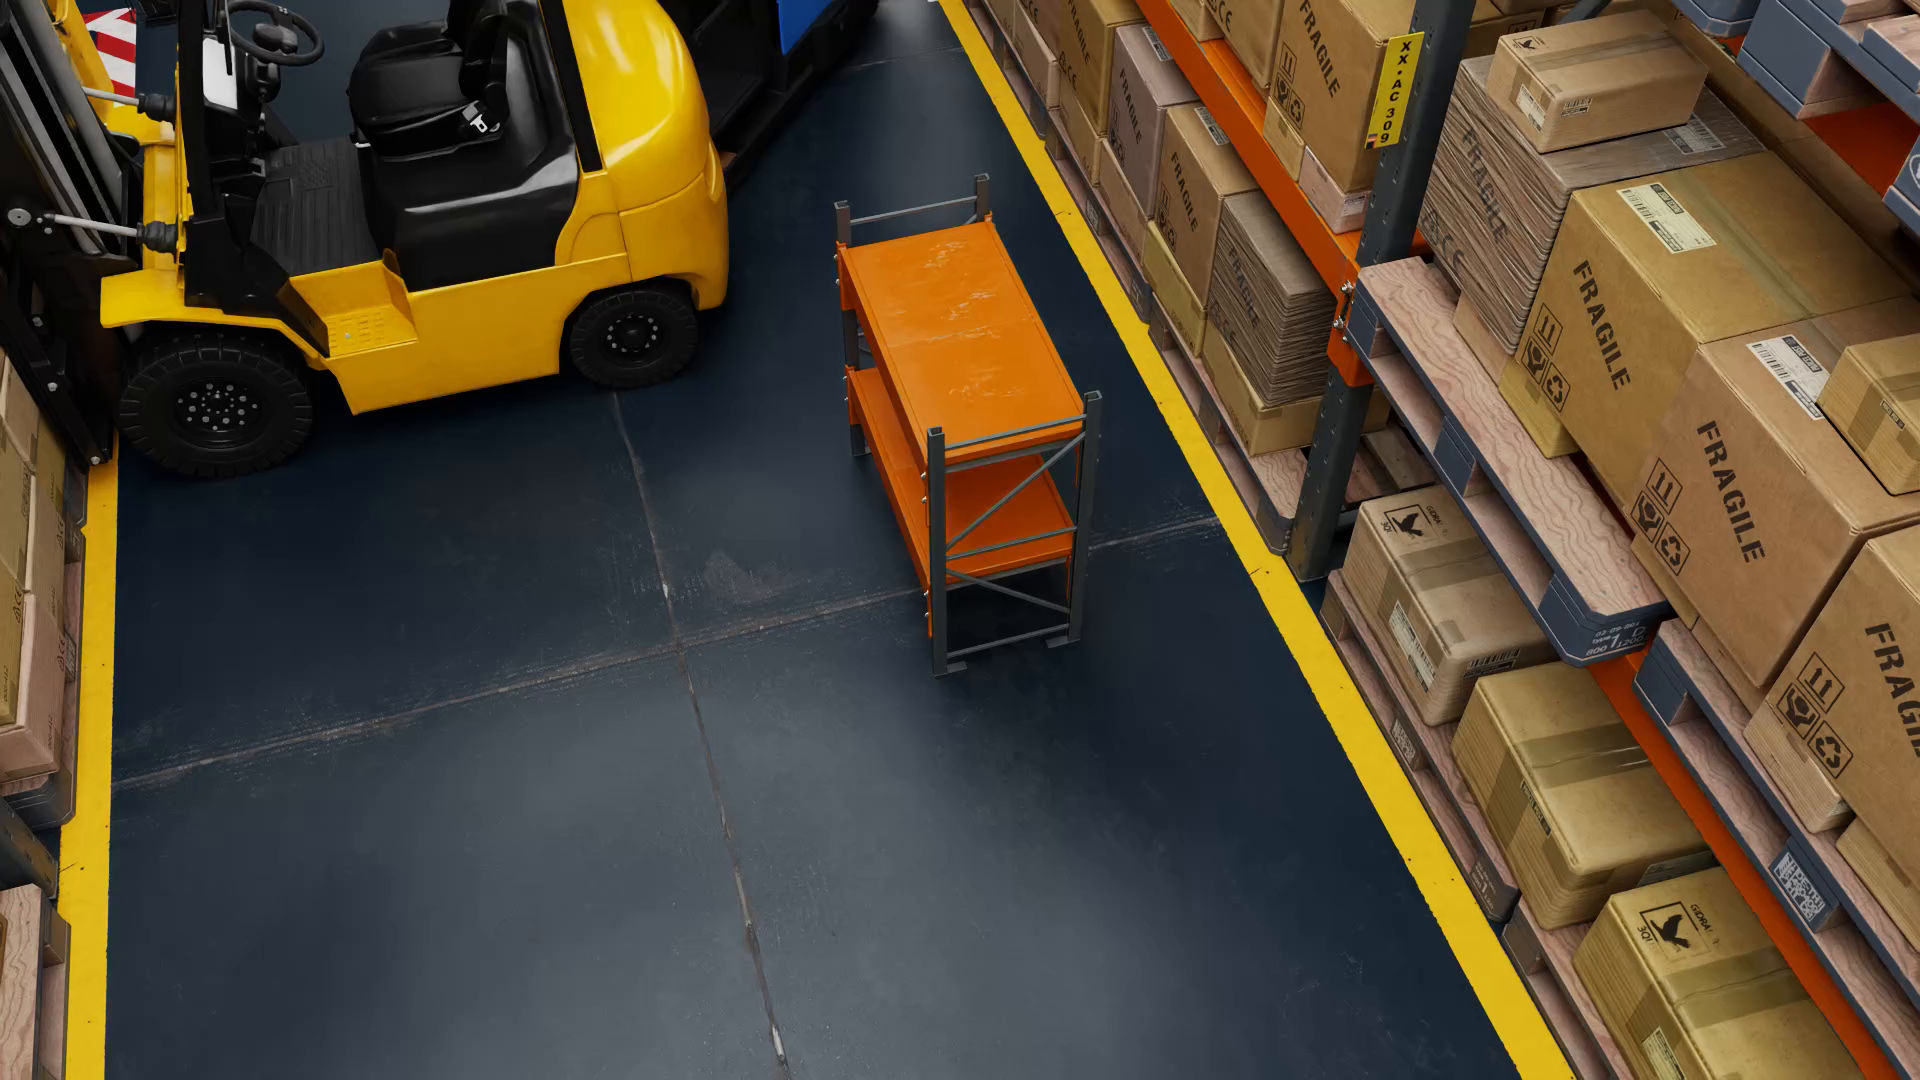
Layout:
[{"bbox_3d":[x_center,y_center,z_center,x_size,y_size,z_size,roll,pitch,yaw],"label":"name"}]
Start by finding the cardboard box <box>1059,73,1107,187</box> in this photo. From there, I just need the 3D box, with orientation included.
[{"bbox_3d":[0.715,-1.721,6.763,0.500,0.250,0.500,-10,51,-9],"label":"cardboard box"}]

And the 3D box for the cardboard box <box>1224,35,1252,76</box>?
[{"bbox_3d":[1.077,-1.631,5.327,0.380,0.149,0.250,-14,51,-11],"label":"cardboard box"}]

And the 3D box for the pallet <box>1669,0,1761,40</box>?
[{"bbox_3d":[1.687,-1.404,3.132,1.213,0.211,1.003,-13,51,-11],"label":"pallet"}]

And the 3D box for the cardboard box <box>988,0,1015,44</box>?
[{"bbox_3d":[0.398,-2.491,7.412,0.500,0.250,0.500,-14,51,-11],"label":"cardboard box"}]

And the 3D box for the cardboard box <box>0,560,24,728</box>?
[{"bbox_3d":[-2.982,0.319,4.716,0.500,0.250,0.500,-14,51,-11],"label":"cardboard box"}]

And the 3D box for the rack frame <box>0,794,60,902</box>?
[{"bbox_3d":[-3.134,0.153,3.659,1.000,3.000,0.127,-13,51,-11],"label":"rack frame"}]

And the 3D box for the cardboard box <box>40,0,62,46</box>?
[{"bbox_3d":[-3.874,-1.894,6.582,0.500,0.250,0.500,-14,51,-11],"label":"cardboard box"}]

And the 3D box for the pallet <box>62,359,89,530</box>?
[{"bbox_3d":[-3.694,-0.431,5.976,1.003,0.211,1.213,-13,51,-11],"label":"pallet"}]

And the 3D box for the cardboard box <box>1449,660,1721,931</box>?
[{"bbox_3d":[1.980,0.646,4.687,0.950,0.372,0.625,-10,51,-9],"label":"cardboard box"}]

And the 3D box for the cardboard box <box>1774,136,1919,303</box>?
[{"bbox_3d":[2.110,-0.588,3.749,0.500,0.500,0.500,-13,51,-11],"label":"cardboard box"}]

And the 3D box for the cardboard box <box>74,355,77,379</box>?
[{"bbox_3d":[-3.424,-0.639,5.851,0.500,0.250,0.500,-12,51,-10],"label":"cardboard box"}]

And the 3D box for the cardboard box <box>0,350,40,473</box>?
[{"bbox_3d":[-3.271,-0.418,5.337,0.500,0.250,0.500,-14,51,-11],"label":"cardboard box"}]

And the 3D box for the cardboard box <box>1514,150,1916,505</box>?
[{"bbox_3d":[1.620,-0.463,3.644,0.500,0.500,0.500,-13,51,-11],"label":"cardboard box"}]

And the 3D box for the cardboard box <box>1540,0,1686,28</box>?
[{"bbox_3d":[1.743,-1.485,4.780,0.500,0.500,0.500,-13,51,-11],"label":"cardboard box"}]

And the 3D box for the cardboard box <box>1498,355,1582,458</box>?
[{"bbox_3d":[1.534,-0.367,3.987,0.380,0.149,0.250,-12,51,-10],"label":"cardboard box"}]

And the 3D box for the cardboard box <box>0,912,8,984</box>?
[{"bbox_3d":[-2.969,1.161,4.088,0.875,0.625,0.625,-11,51,-9],"label":"cardboard box"}]

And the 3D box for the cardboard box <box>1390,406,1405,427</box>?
[{"bbox_3d":[1.690,-0.713,5.913,0.500,0.250,0.500,-15,52,-13],"label":"cardboard box"}]

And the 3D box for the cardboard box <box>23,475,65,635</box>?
[{"bbox_3d":[-3.126,0.108,5.221,0.500,0.250,0.500,-14,51,-12],"label":"cardboard box"}]

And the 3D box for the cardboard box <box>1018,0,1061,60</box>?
[{"bbox_3d":[0.564,-2.335,6.790,0.500,0.500,0.500,-15,52,-12],"label":"cardboard box"}]

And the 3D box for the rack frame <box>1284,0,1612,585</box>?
[{"bbox_3d":[1.607,-0.972,4.608,1.000,3.000,0.127,-13,51,-11],"label":"rack frame"}]

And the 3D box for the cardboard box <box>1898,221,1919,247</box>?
[{"bbox_3d":[2.175,-0.658,3.384,0.380,0.149,0.250,-15,51,-12],"label":"cardboard box"}]

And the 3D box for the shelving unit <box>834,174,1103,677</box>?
[{"bbox_3d":[0.002,-0.358,5.316,0.538,1.125,1.048,-13,51,-11],"label":"shelving unit"}]

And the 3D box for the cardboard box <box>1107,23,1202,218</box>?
[{"bbox_3d":[0.871,-1.578,6.152,0.500,0.500,0.500,-11,51,-9],"label":"cardboard box"}]

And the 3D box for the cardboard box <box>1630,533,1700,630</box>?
[{"bbox_3d":[1.727,0.020,3.661,0.380,0.149,0.250,-13,51,-10],"label":"cardboard box"}]

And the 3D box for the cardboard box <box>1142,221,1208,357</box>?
[{"bbox_3d":[1.008,-0.979,6.137,0.500,0.250,0.500,-15,51,-12],"label":"cardboard box"}]

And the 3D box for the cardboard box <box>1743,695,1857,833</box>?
[{"bbox_3d":[1.827,0.407,3.335,0.380,0.149,0.250,-12,51,-10],"label":"cardboard box"}]

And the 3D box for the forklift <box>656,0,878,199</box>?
[{"bbox_3d":[-1.394,-2.648,6.065,1.130,2.935,3.031,18,52,15],"label":"forklift"}]

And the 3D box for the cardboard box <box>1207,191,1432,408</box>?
[{"bbox_3d":[1.175,-0.834,5.525,0.500,0.500,0.500,-14,51,-11],"label":"cardboard box"}]

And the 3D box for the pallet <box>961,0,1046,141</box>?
[{"bbox_3d":[0.653,-2.338,7.583,1.003,0.211,1.213,-13,51,-11],"label":"pallet"}]

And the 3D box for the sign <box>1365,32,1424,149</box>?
[{"bbox_3d":[1.090,-1.123,4.169,0.100,0.325,0.005,-13,51,-11],"label":"sign"}]

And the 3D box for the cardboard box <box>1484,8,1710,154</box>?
[{"bbox_3d":[1.408,-1.021,3.690,0.380,0.149,0.250,-14,51,-11],"label":"cardboard box"}]

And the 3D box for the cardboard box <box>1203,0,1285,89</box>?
[{"bbox_3d":[1.079,-1.743,4.998,0.500,0.500,0.500,-12,51,-10],"label":"cardboard box"}]

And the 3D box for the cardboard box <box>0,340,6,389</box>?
[{"bbox_3d":[-3.277,-0.579,5.146,0.500,0.250,0.500,-12,51,-10],"label":"cardboard box"}]

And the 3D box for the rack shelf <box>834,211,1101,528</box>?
[{"bbox_3d":[0.002,-0.546,5.092,0.538,0.278,1.000,-13,51,-11],"label":"rack shelf"}]

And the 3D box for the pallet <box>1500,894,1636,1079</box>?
[{"bbox_3d":[2.203,1.387,4.442,1.003,0.211,1.213,-13,51,-11],"label":"pallet"}]

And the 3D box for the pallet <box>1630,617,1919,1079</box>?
[{"bbox_3d":[2.165,0.575,3.429,1.003,0.211,1.213,-13,51,-11],"label":"pallet"}]

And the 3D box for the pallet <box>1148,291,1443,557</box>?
[{"bbox_3d":[1.374,-0.556,6.081,1.003,0.211,1.213,-13,51,-11],"label":"pallet"}]

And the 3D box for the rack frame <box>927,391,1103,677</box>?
[{"bbox_3d":[0.152,0.014,5.003,0.500,1.125,0.032,-13,51,-11],"label":"rack frame"}]

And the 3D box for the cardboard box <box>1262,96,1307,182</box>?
[{"bbox_3d":[1.140,-1.238,4.996,0.380,0.149,0.250,-12,51,-10],"label":"cardboard box"}]

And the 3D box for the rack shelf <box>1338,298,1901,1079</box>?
[{"bbox_3d":[2.198,0.720,3.651,1.077,0.370,4.000,-13,51,-11],"label":"rack shelf"}]

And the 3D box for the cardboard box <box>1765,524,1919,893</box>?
[{"bbox_3d":[1.915,0.274,3.022,0.500,0.500,0.500,-15,52,-12],"label":"cardboard box"}]
